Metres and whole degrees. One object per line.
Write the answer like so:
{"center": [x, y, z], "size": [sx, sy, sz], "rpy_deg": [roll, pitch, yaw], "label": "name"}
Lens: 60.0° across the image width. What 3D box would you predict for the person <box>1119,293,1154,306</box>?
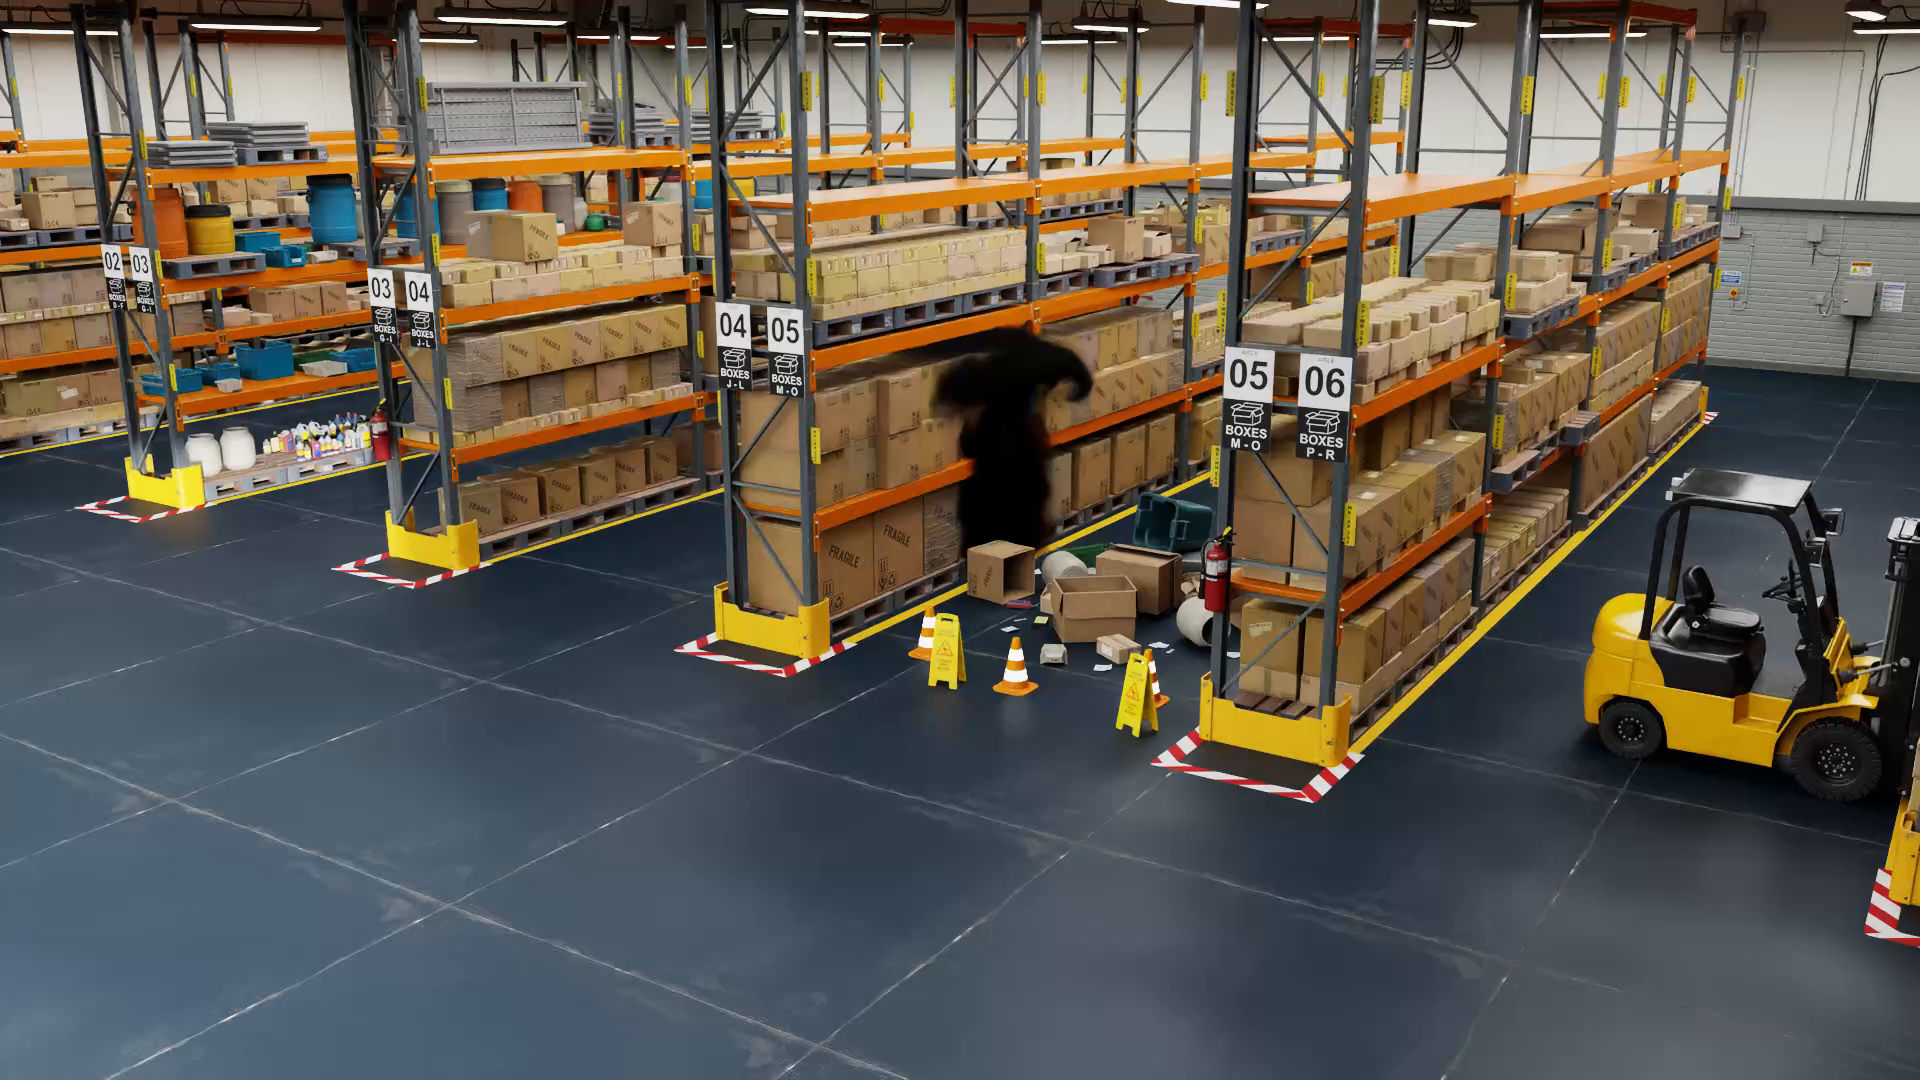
{"center": [3.259, -4.455, 31.954], "size": [0.642, 1.666, 1.006], "rpy_deg": [-12, 20, -38], "label": "person"}
